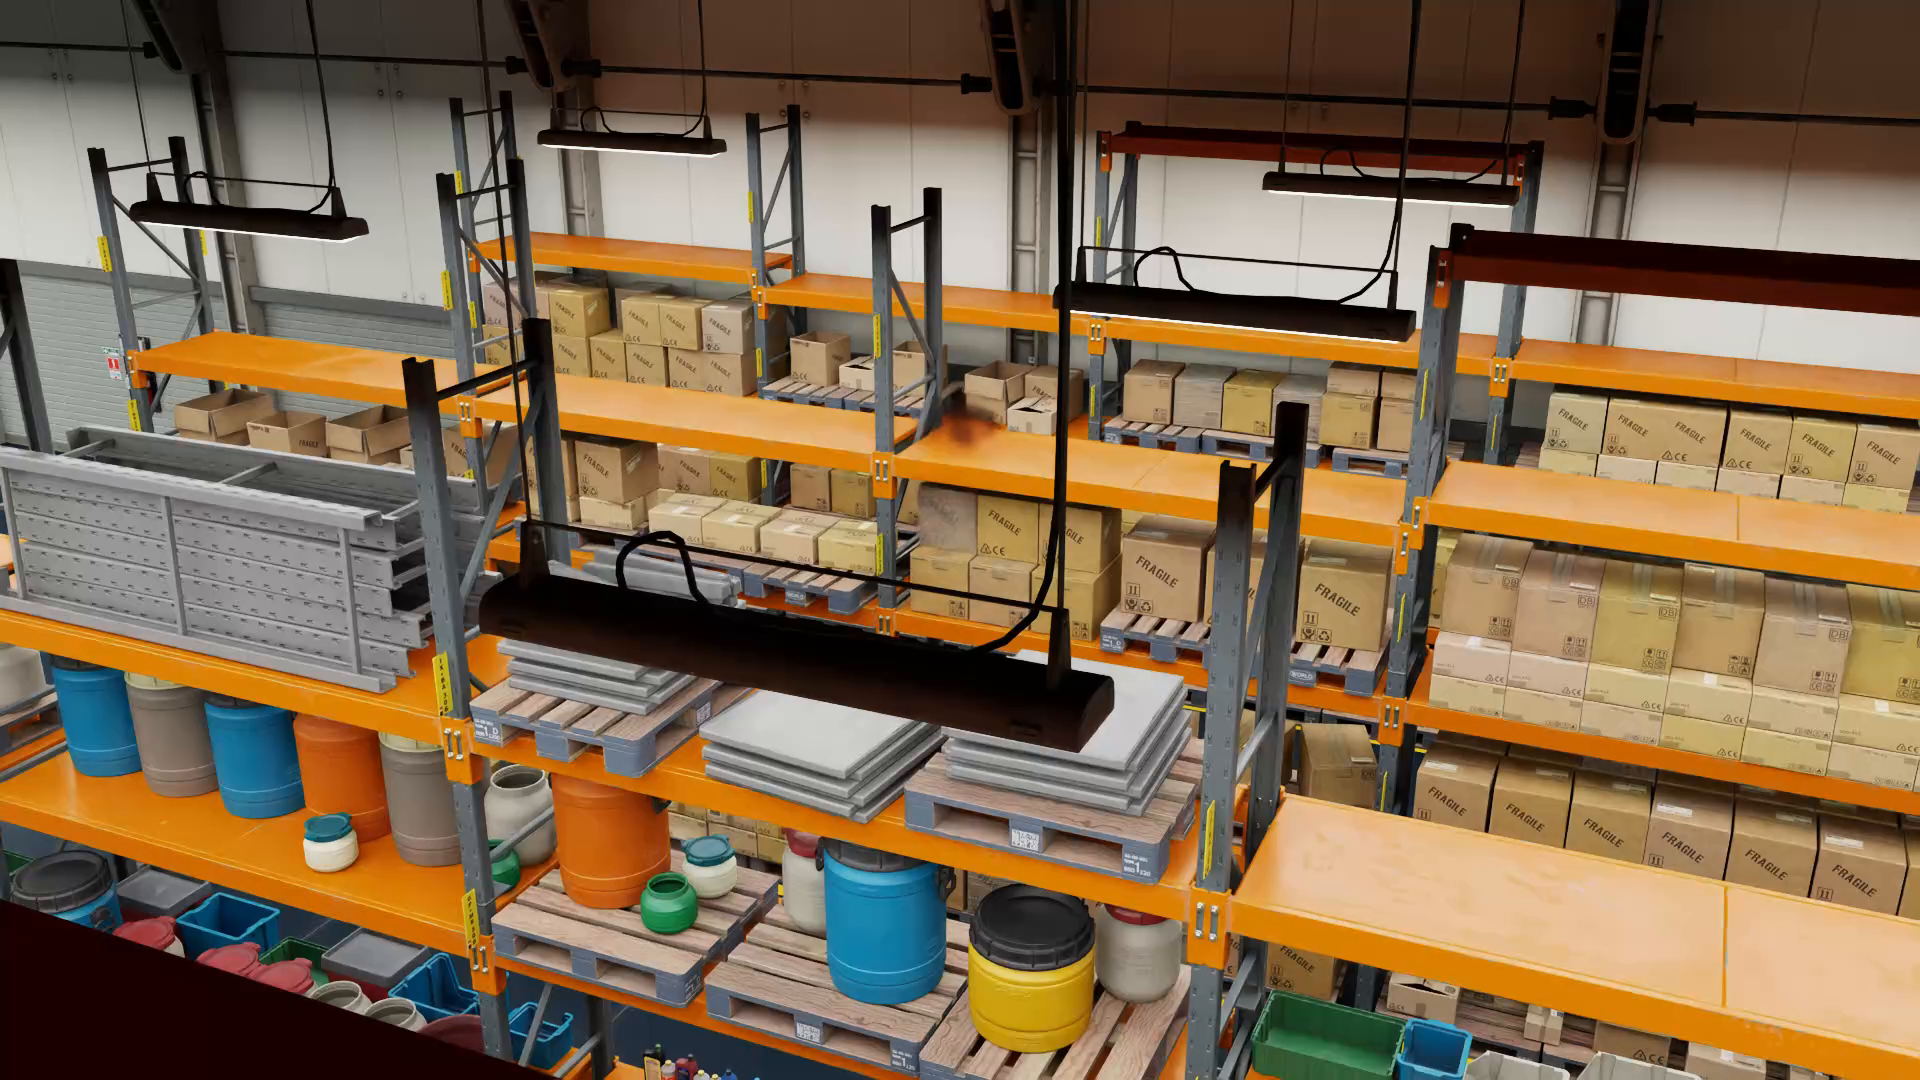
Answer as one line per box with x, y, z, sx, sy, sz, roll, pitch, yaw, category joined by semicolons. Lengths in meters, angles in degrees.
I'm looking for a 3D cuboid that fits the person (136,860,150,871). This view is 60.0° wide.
-6.772;2.350;13.921;0.633;1.827;0.385;5;21;14;person
